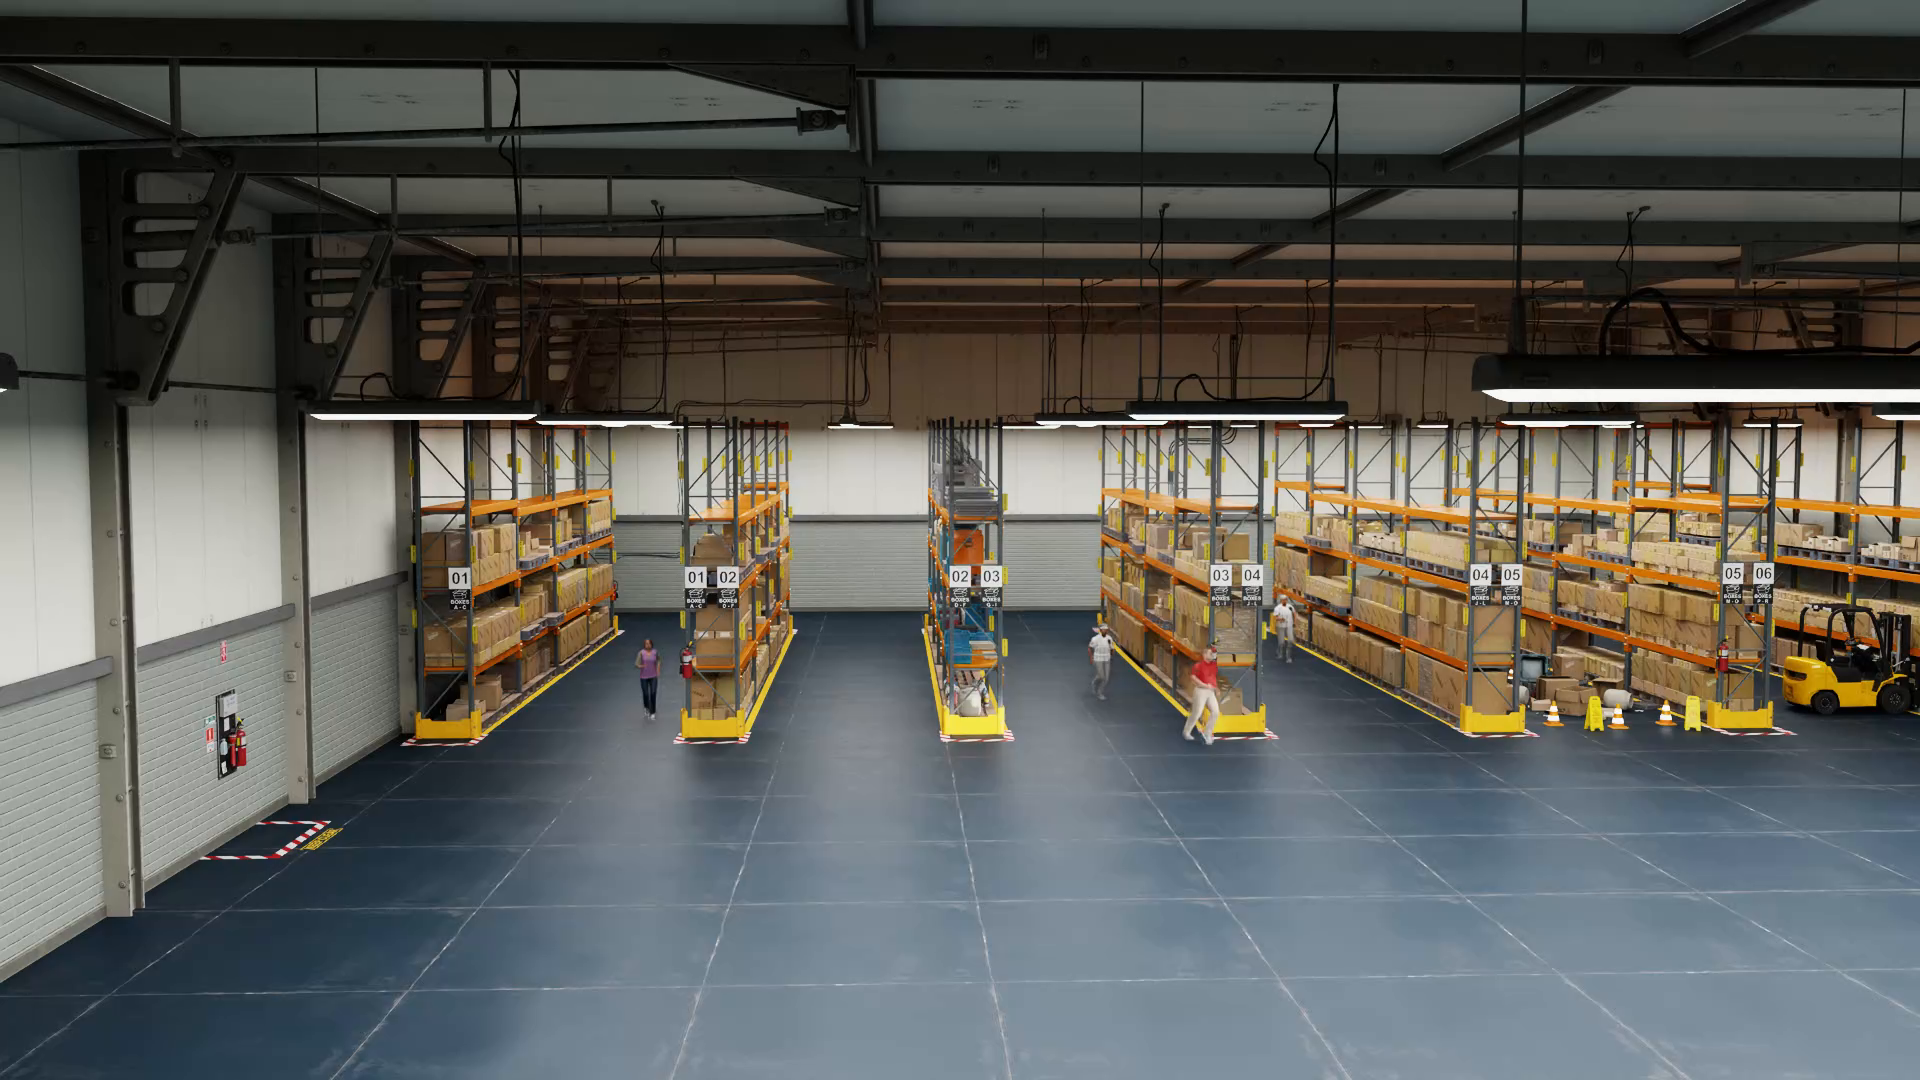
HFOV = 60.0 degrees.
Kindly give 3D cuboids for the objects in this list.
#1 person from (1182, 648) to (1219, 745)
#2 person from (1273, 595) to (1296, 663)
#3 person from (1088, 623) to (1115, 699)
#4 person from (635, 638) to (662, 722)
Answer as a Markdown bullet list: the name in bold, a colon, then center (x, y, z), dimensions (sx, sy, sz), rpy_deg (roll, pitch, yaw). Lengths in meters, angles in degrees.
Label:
- **person**: center (4.521, 2.884, 30.677), dimensions (0.726, 1.772, 0.670), rpy_deg (-3, 5, -37)
- **person**: center (8.112, 2.214, 41.488), dimensions (0.608, 1.702, 0.733), rpy_deg (0, 4, 2)
- **person**: center (3.051, 2.593, 35.501), dimensions (0.558, 1.634, 0.589), rpy_deg (-1, 4, -15)
- **person**: center (-6.176, 2.746, 32.968), dimensions (0.531, 1.607, 0.838), rpy_deg (-1, 4, -12)
